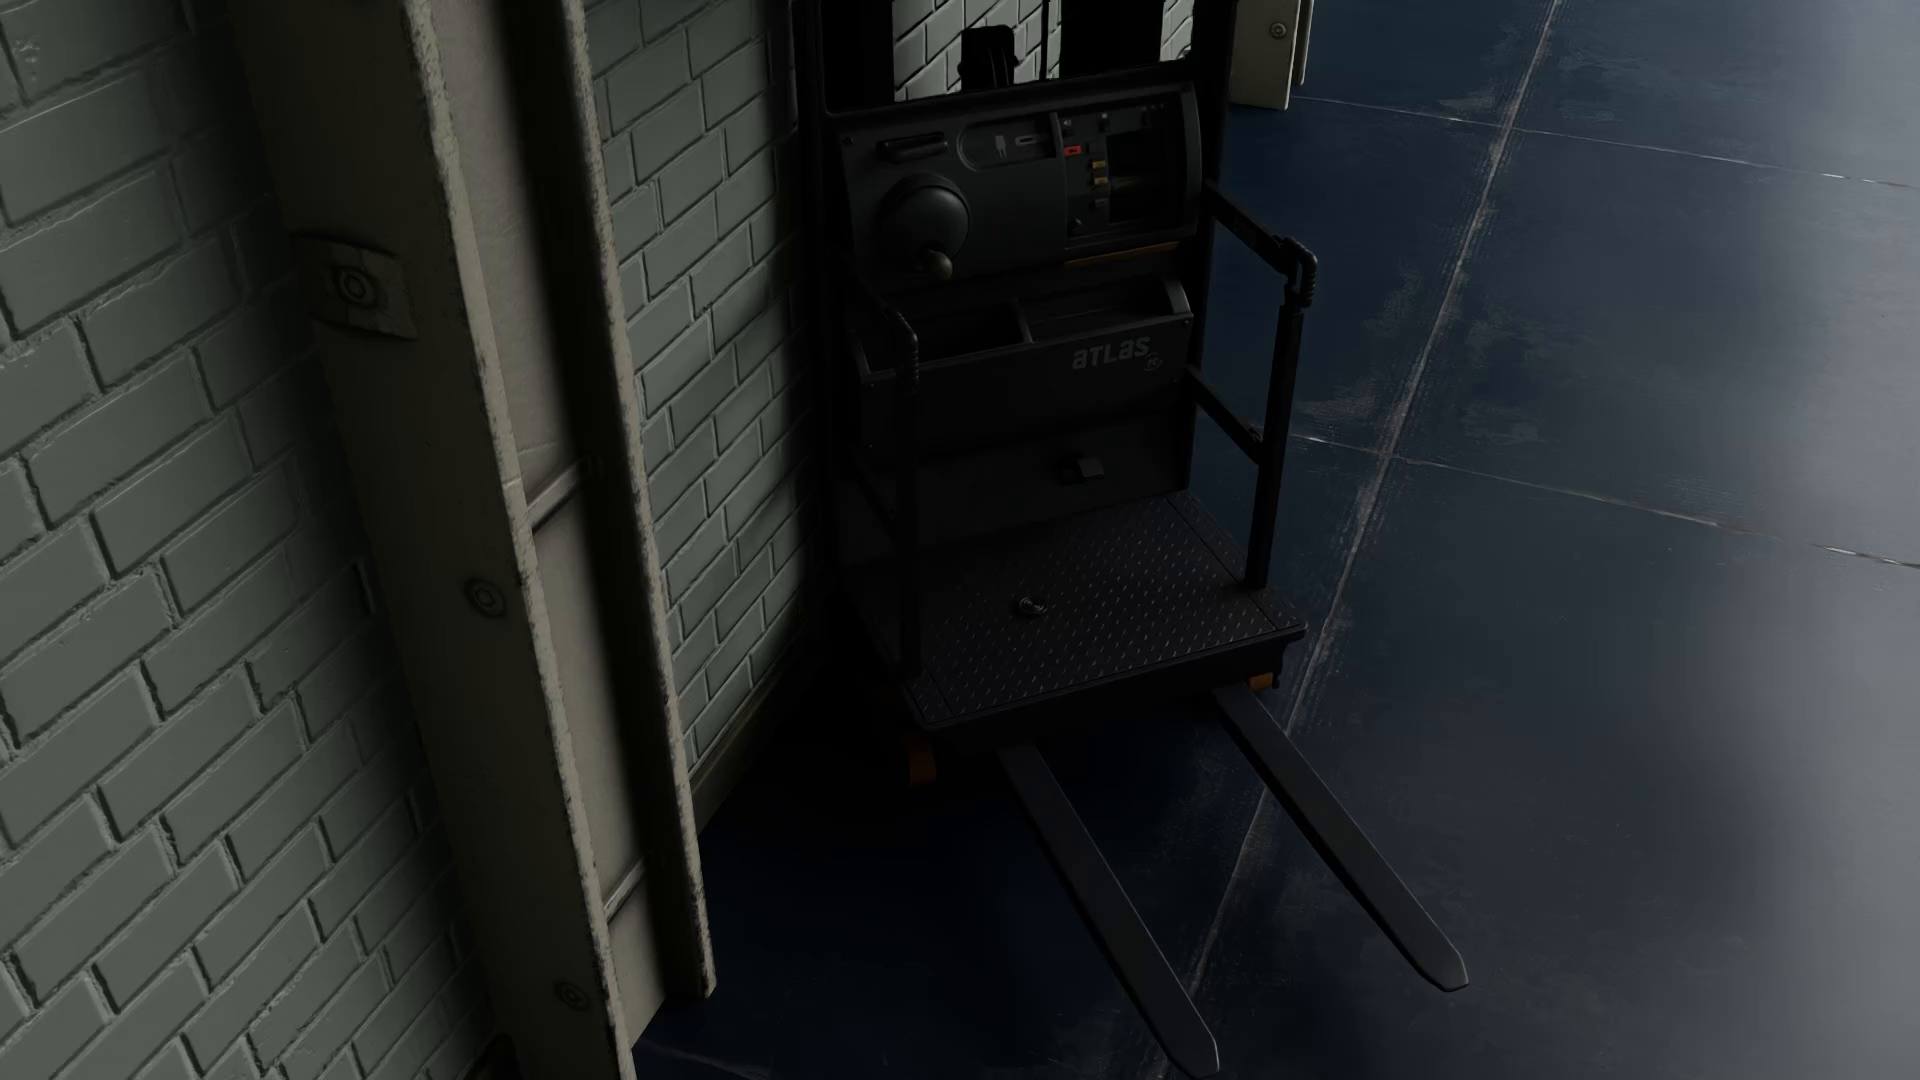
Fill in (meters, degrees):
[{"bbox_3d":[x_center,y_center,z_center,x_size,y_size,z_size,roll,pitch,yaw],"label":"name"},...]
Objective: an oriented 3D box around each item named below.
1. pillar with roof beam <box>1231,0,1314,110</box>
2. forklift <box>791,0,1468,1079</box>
[{"bbox_3d":[5.483,-4.843,4.212,9.100,9.000,0.400,14,39,18],"label":"pillar with roof beam"},{"bbox_3d":[0.239,-0.807,3.882,1.130,2.935,3.031,-13,39,-17],"label":"forklift"}]
